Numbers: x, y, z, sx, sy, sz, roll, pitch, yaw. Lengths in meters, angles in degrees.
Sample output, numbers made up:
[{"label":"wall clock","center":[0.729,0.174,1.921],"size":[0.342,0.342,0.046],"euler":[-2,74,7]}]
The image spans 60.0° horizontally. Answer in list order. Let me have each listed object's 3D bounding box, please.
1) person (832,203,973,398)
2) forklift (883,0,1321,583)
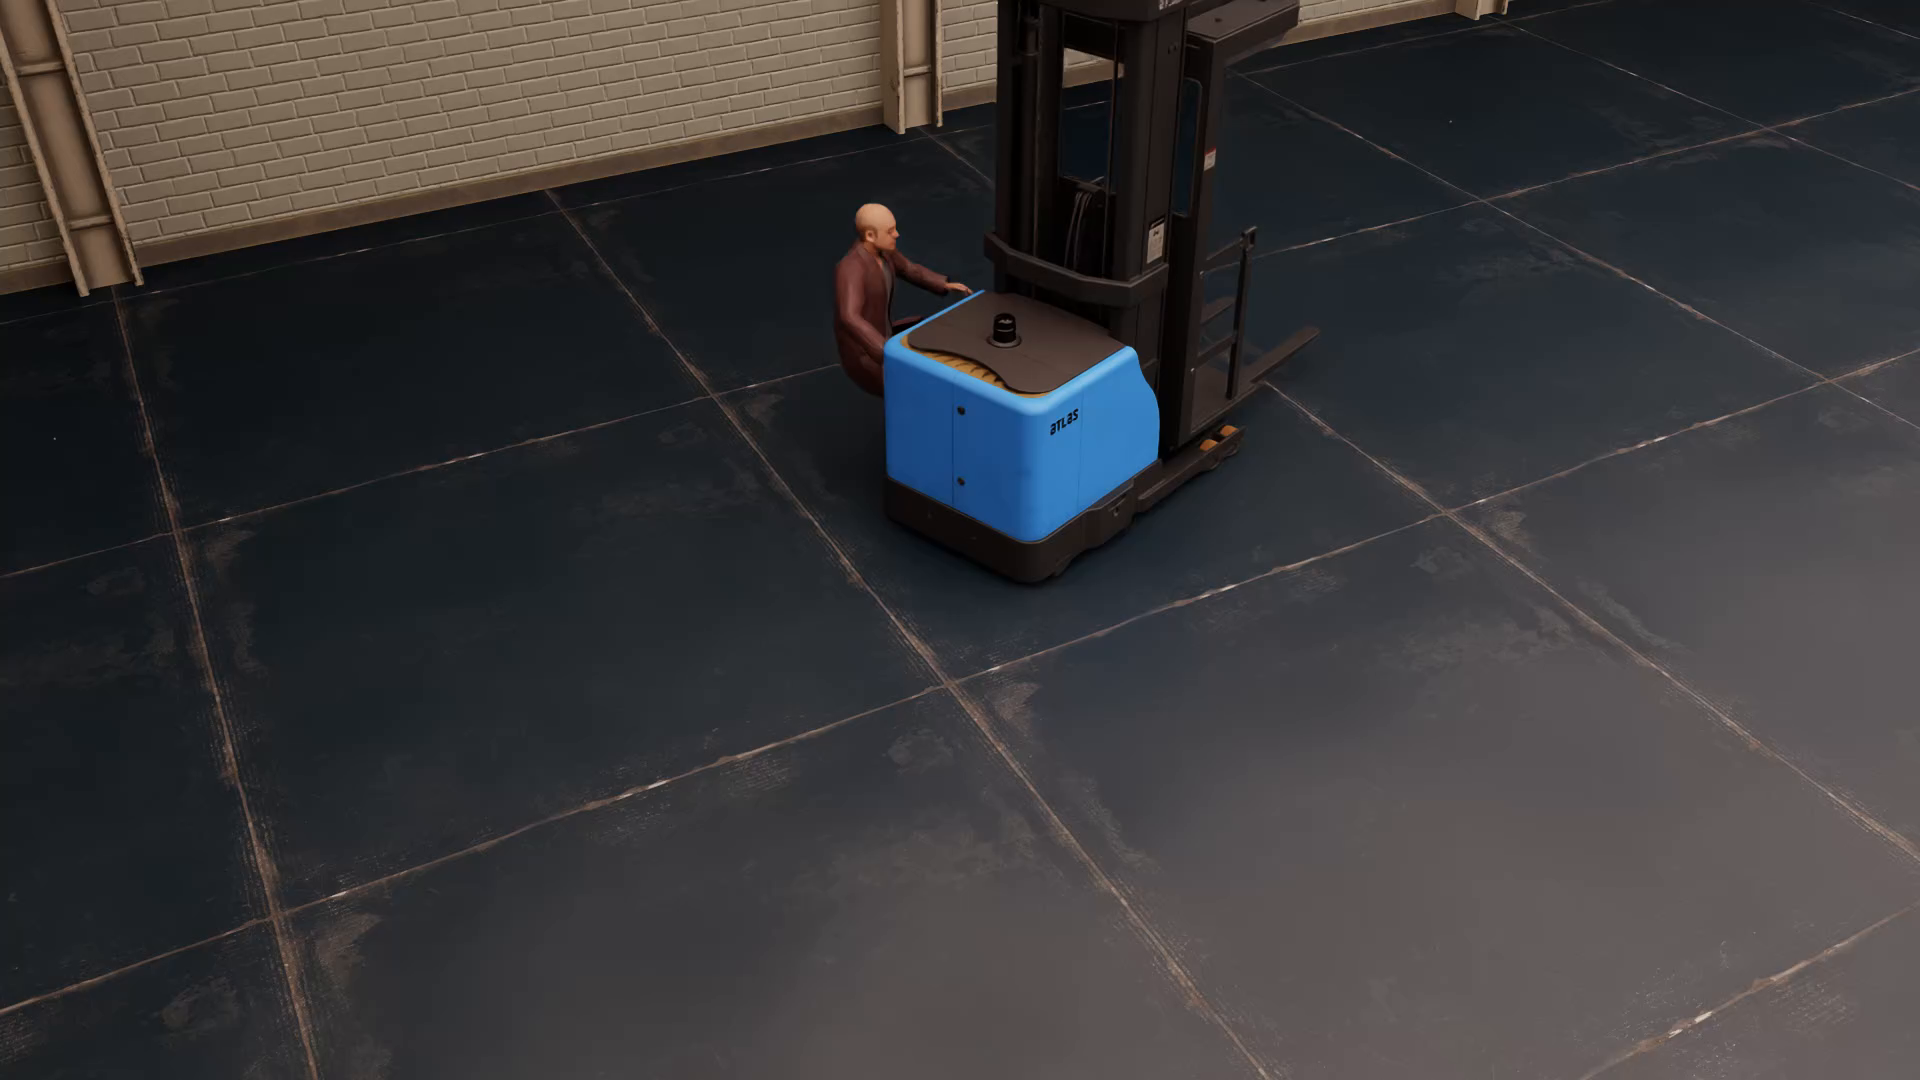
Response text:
[{"label":"person","center":[-0.212,-1.015,8.772],"size":[0.896,1.544,0.944],"euler":[3,35,4]},{"label":"forklift","center":[0.946,-1.759,8.612],"size":[1.130,2.935,3.031],"euler":[26,43,32]}]
